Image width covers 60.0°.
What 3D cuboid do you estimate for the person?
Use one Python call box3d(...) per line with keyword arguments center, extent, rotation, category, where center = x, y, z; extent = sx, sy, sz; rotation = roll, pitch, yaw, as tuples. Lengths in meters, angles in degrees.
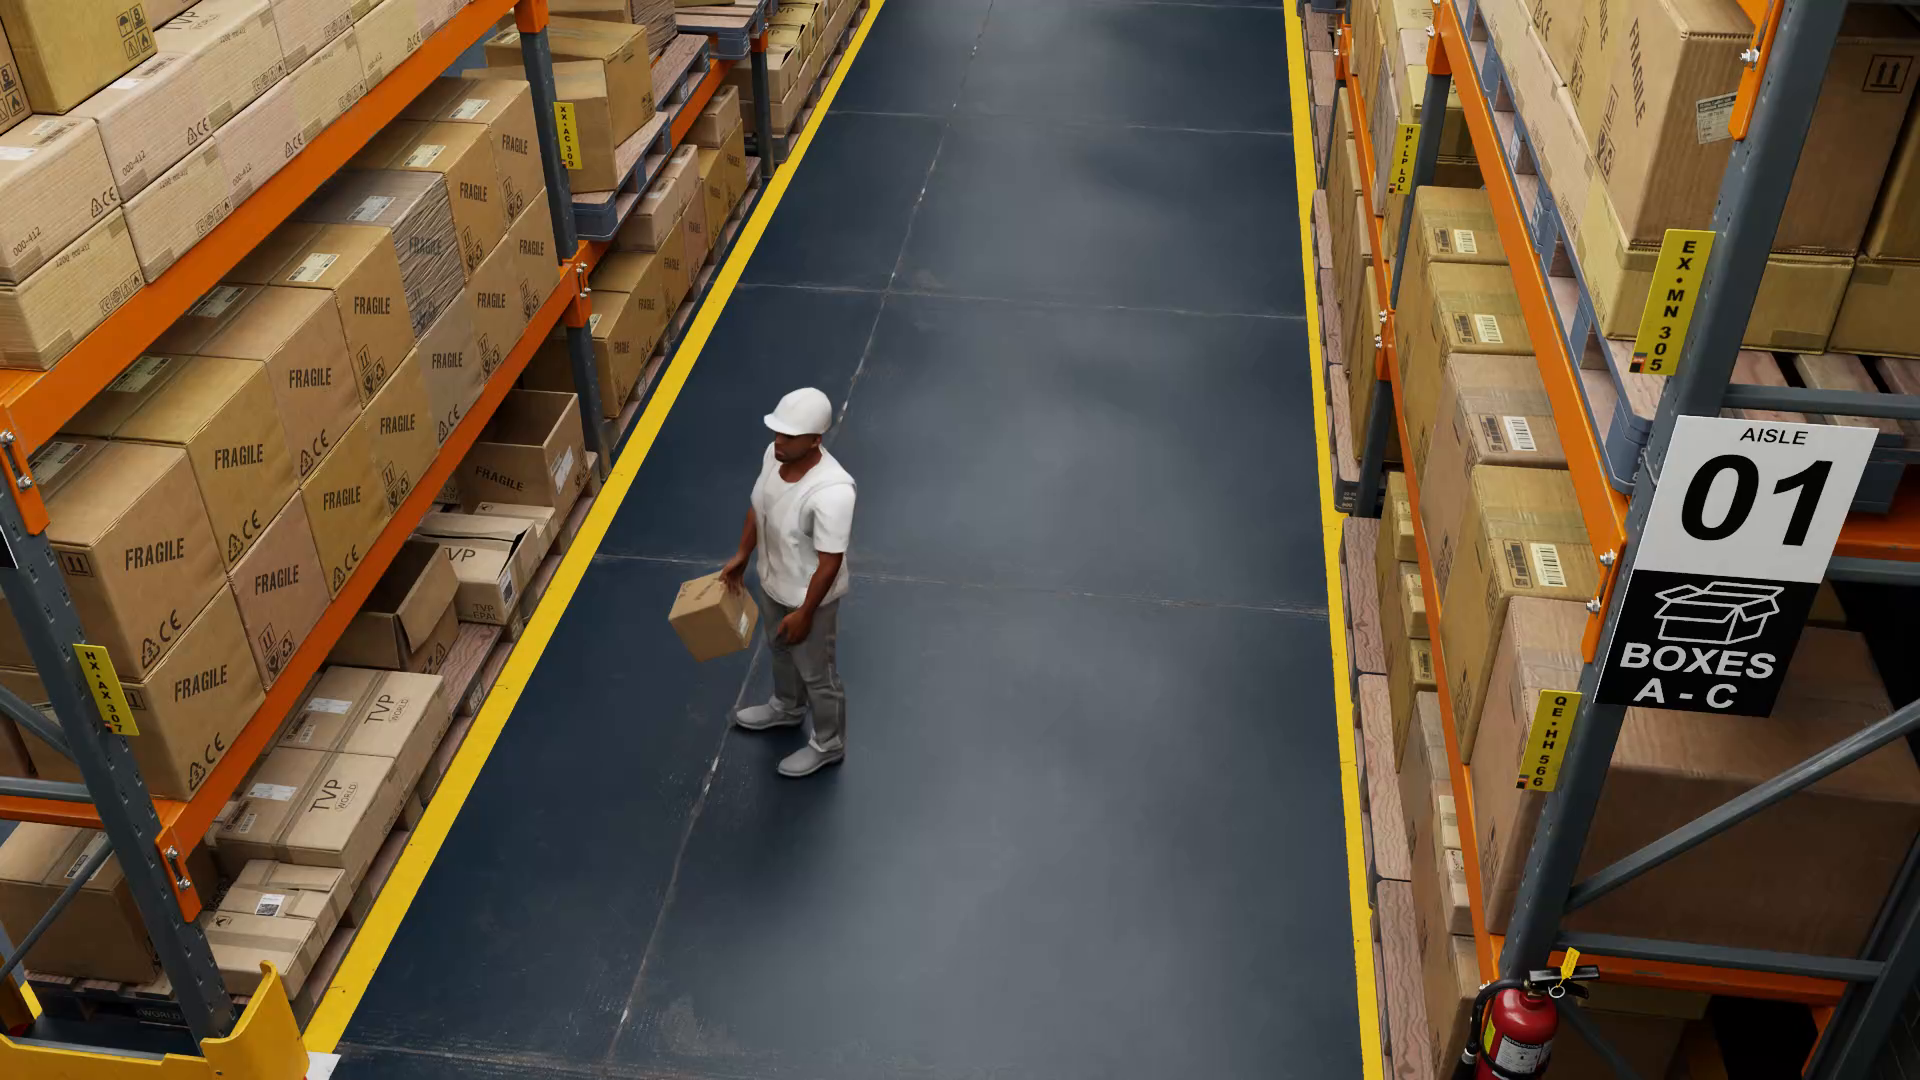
box3d(center=(-0.689, 0.178, 6.750), extent=(0.459, 1.770, 0.609), rotation=(-21, 41, -26), category="person")
